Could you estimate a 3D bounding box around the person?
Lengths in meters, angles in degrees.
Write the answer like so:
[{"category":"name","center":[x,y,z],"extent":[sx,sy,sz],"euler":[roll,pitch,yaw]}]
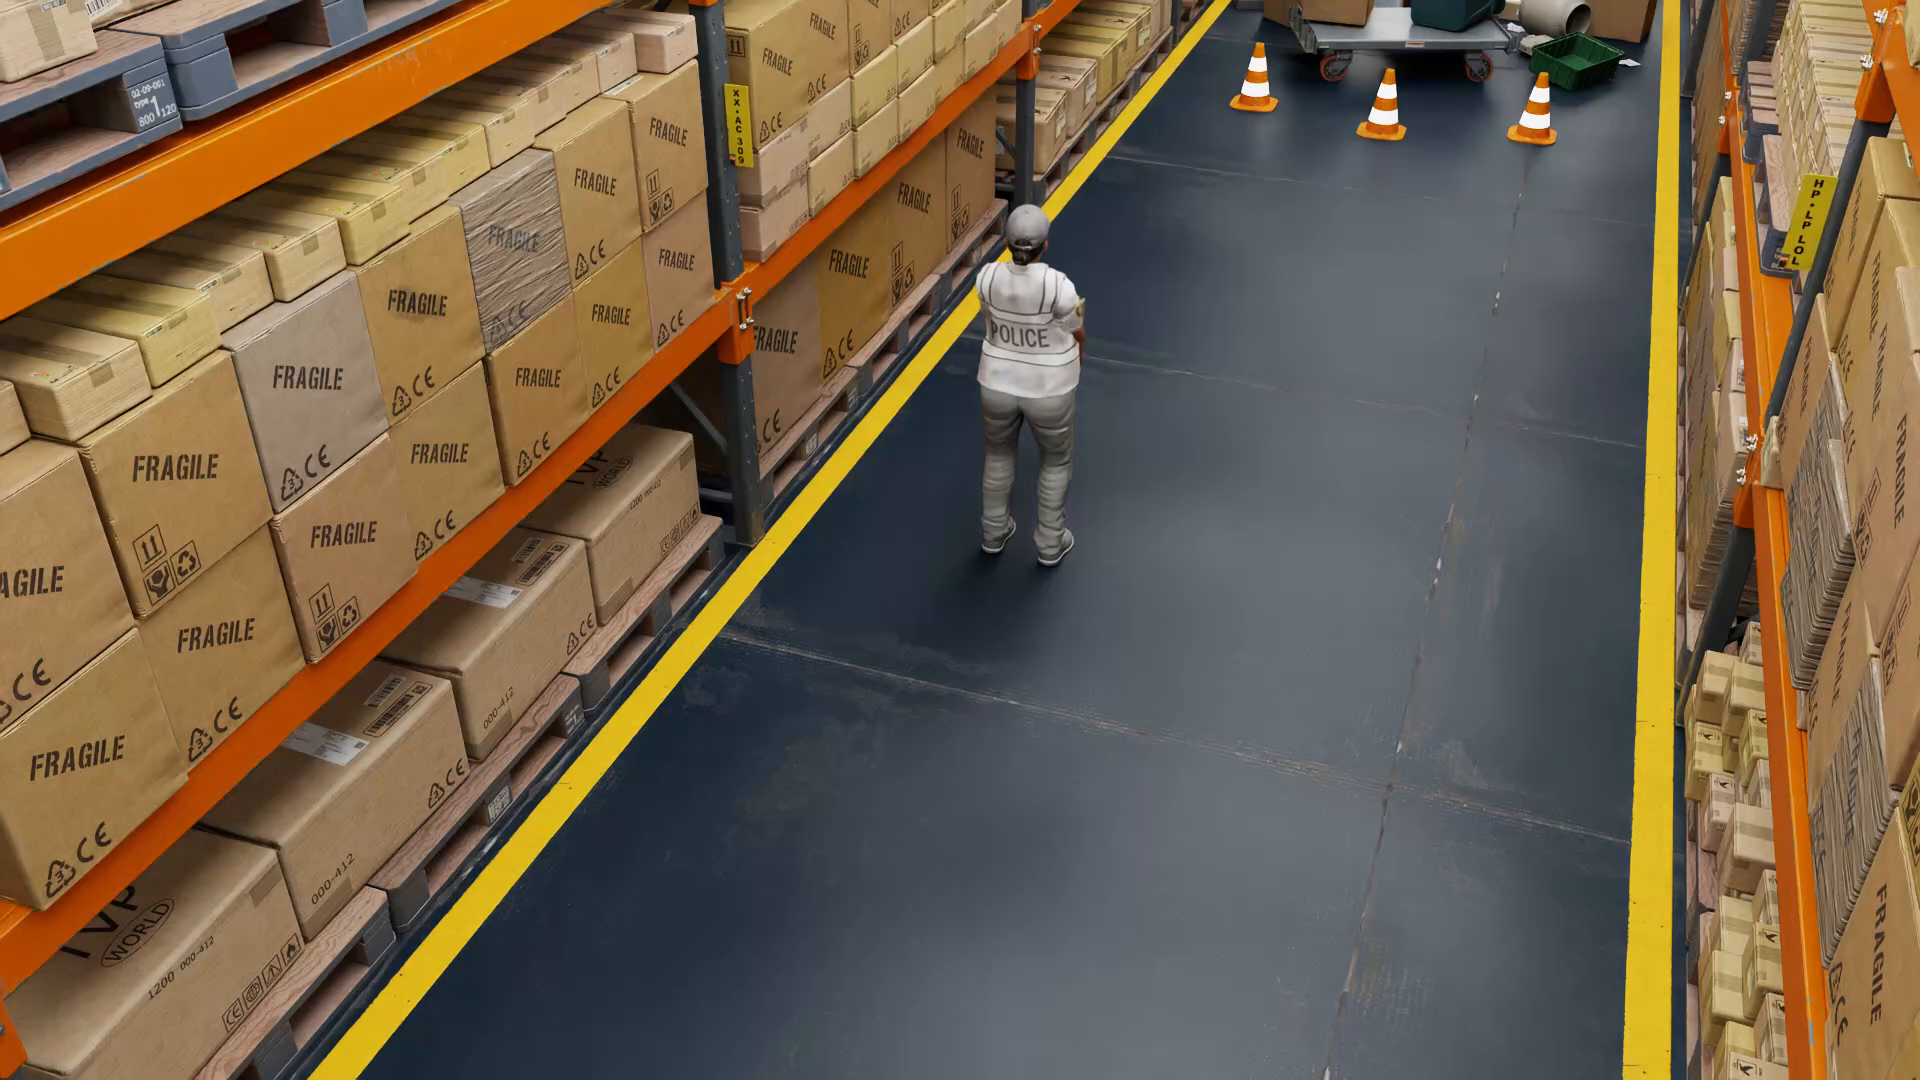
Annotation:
[{"category":"person","center":[0.311,-0.690,7.191],"extent":[0.452,1.662,0.539],"euler":[11,35,16]}]
